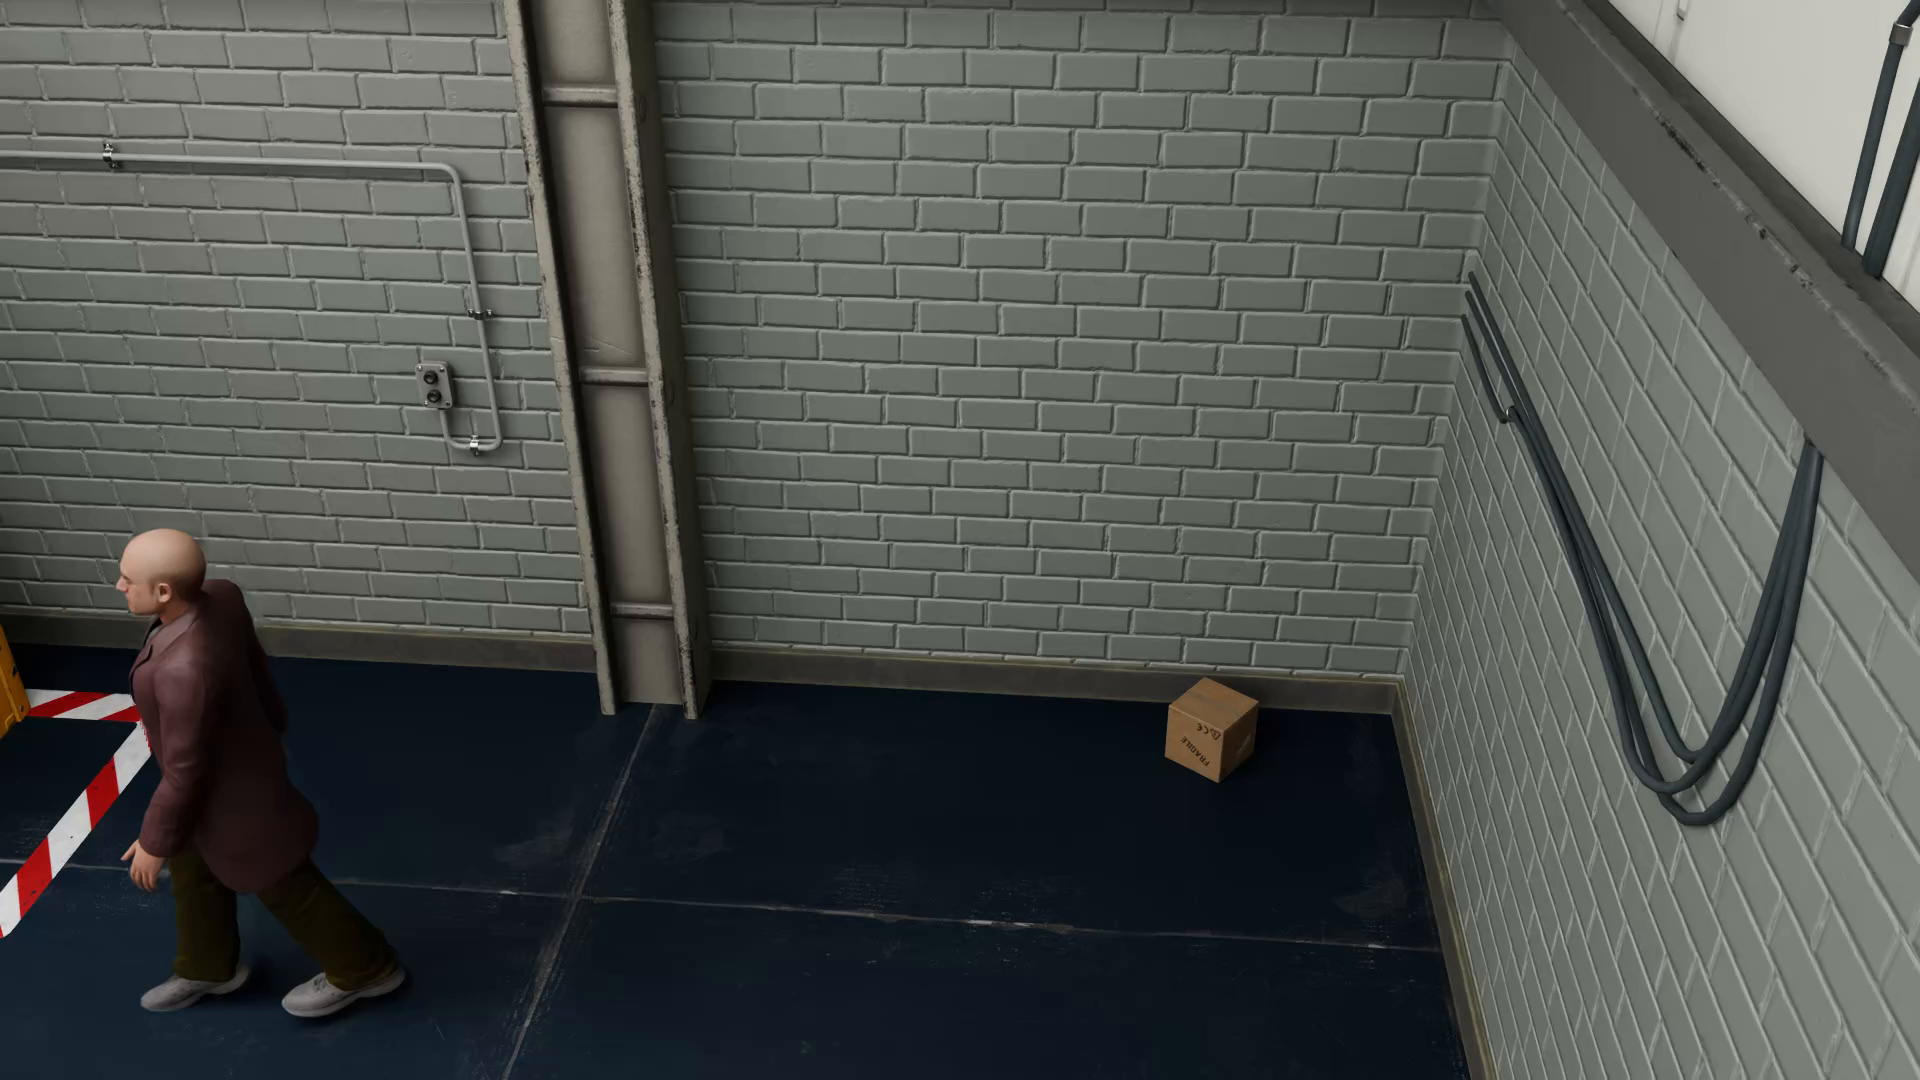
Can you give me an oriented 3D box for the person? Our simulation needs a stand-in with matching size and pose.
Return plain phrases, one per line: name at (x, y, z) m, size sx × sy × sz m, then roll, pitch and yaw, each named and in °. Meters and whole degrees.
person at (-2.219, 0.758, 4.922) m, size 0.839 × 1.810 × 0.644 m, roll -9°, pitch 33°, yaw -14°
